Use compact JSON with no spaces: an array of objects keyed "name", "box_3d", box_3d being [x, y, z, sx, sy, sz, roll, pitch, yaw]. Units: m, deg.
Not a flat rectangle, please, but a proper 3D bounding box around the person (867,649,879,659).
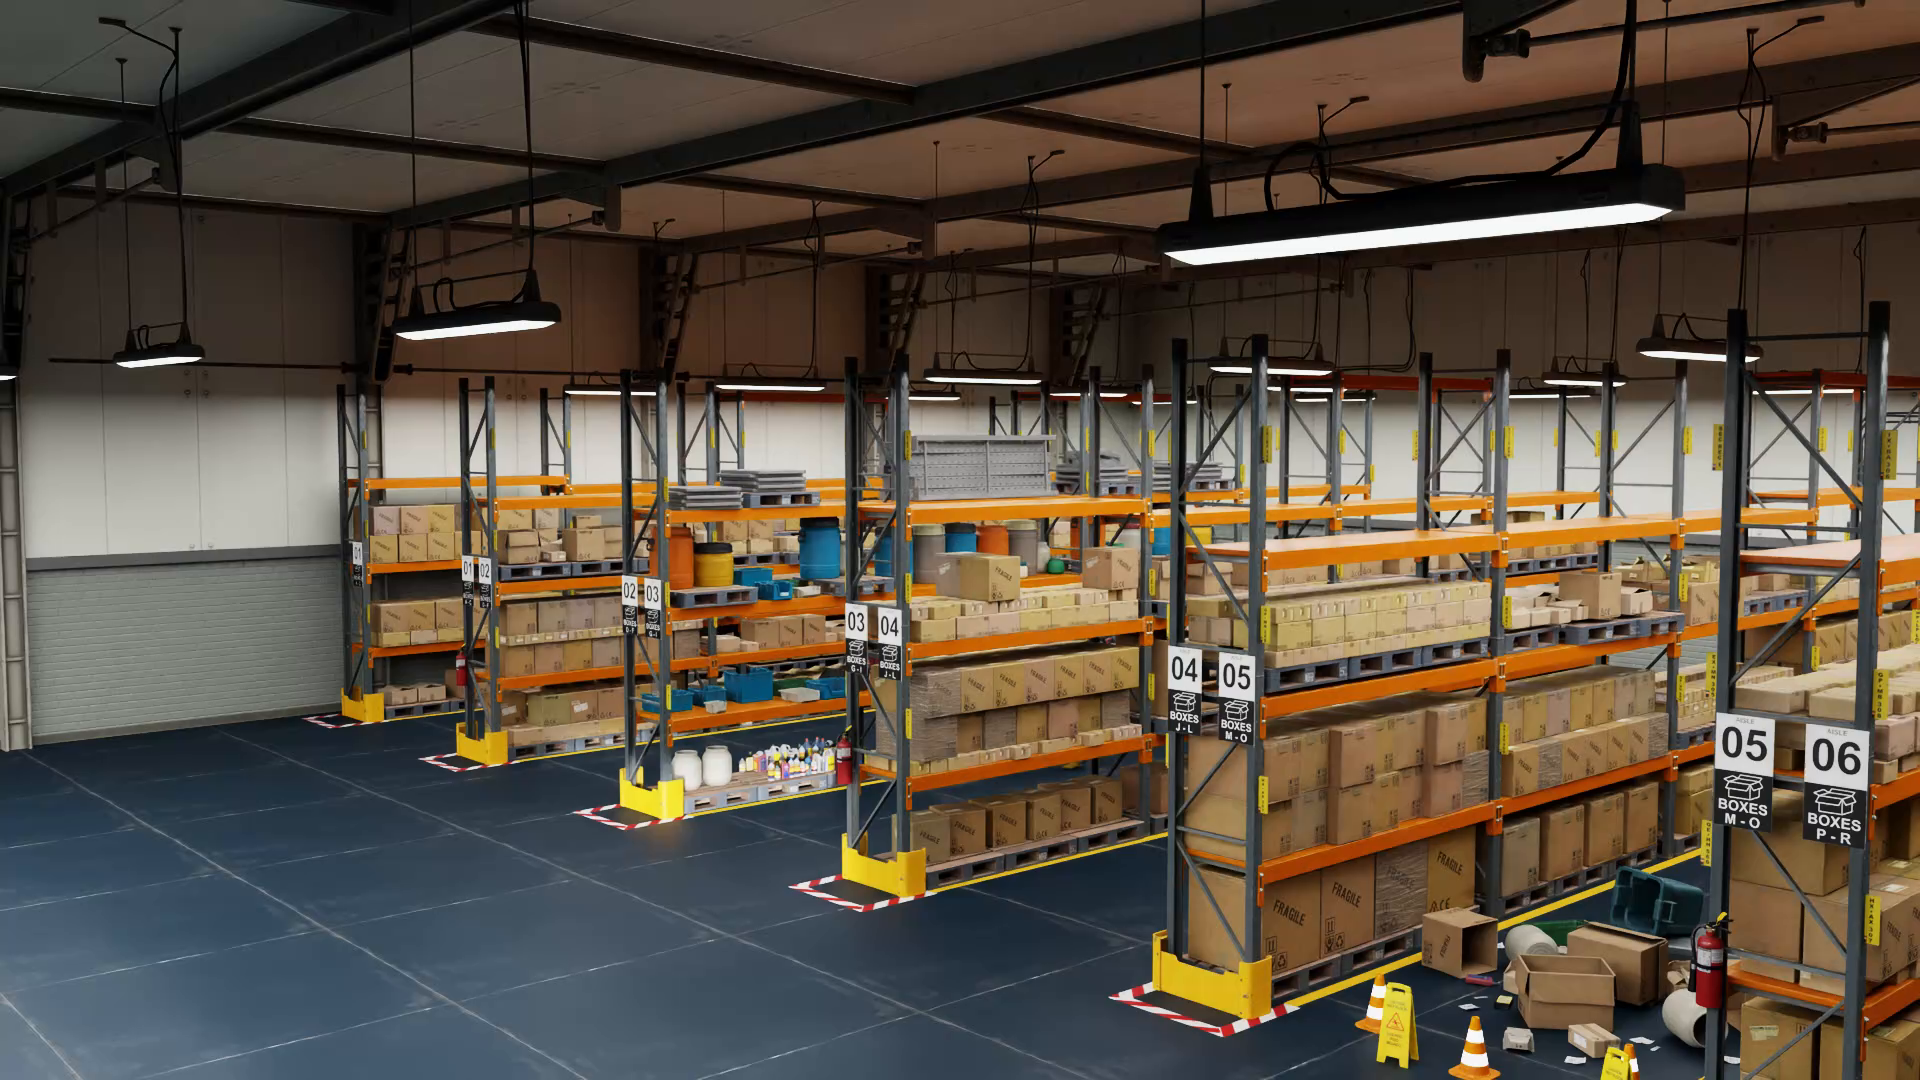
[{"name":"person","box_3d":[-1.858,1.874,35.707,0.531,1.513,0.606,-1,4,-19]}]
